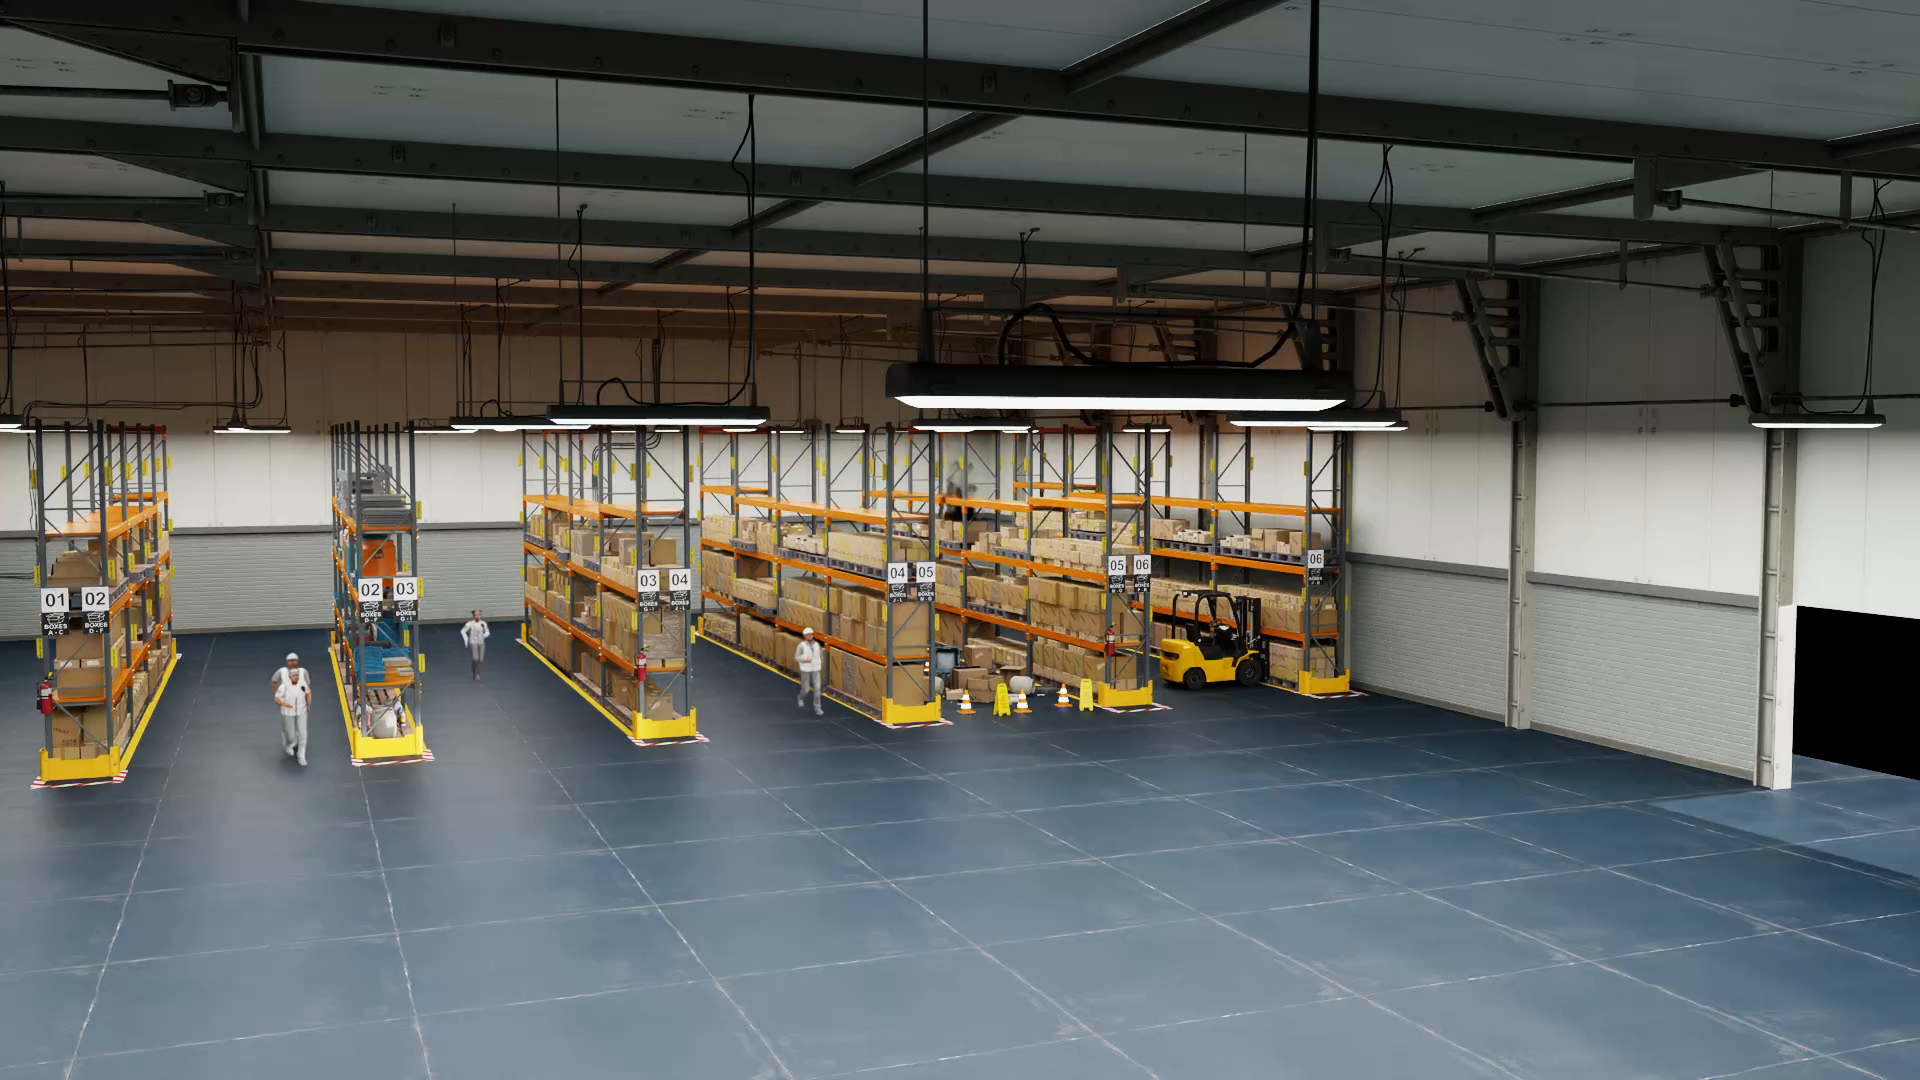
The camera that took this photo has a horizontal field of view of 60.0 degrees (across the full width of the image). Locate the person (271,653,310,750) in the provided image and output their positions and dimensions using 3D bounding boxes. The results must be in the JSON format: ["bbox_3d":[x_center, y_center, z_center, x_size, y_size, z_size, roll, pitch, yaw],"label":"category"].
[{"bbox_3d":[-12.156,2.946,30.281,0.656,1.761,0.657,-2,4,-31],"label":"person"}]

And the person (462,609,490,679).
[{"bbox_3d":[-11.311,2.442,38.965,0.593,1.660,0.624,-2,4,-32],"label":"person"}]

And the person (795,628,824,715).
[{"bbox_3d":[-3.082,2.686,34.317,0.671,1.755,1.013,-2,4,-25],"label":"person"}]

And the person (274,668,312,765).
[{"bbox_3d":[-11.712,3.082,29.251,0.641,1.672,0.840,-2,4,-32],"label":"person"}]
